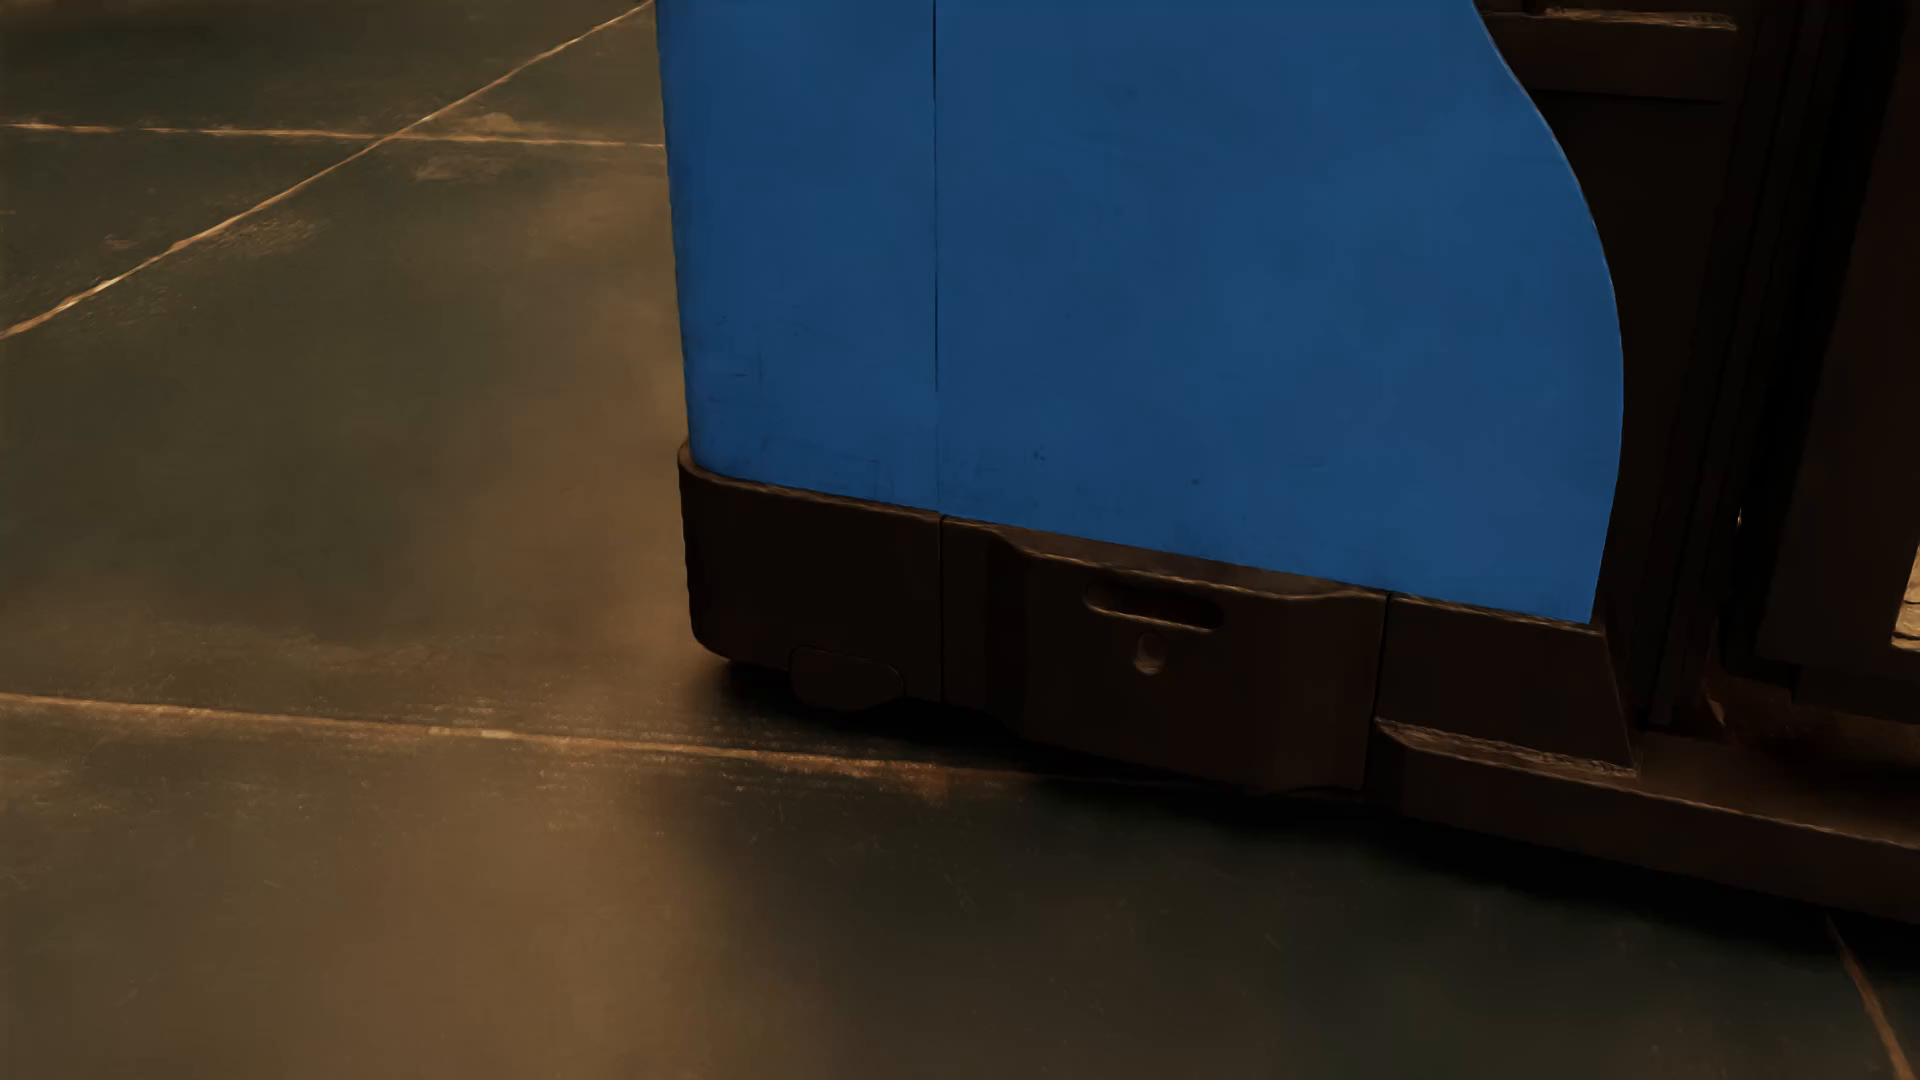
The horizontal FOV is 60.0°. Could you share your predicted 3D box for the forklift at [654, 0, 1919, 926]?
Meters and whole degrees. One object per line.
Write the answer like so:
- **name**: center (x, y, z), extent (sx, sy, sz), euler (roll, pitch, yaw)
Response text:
- **forklift**: center (1.227, -1.088, 1.397), extent (3.031, 2.935, 1.130), euler (10, 28, 19)
